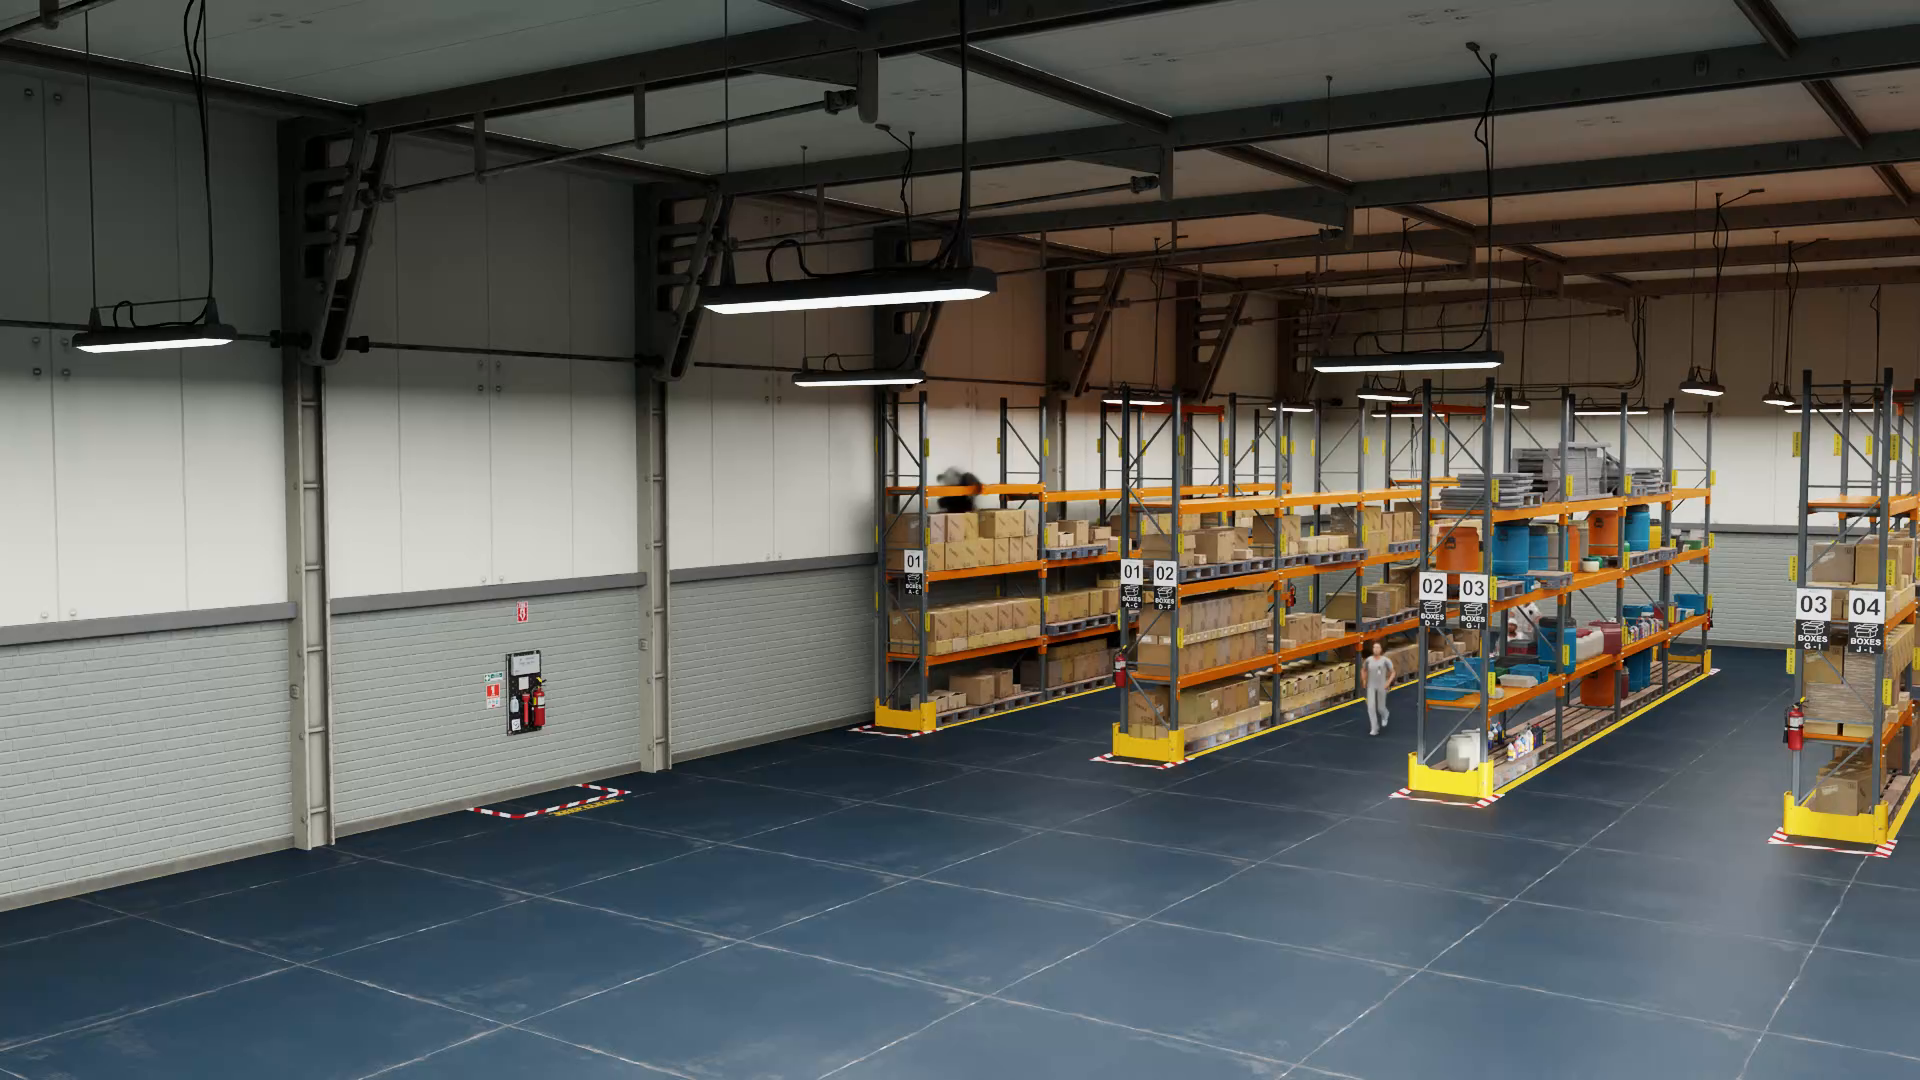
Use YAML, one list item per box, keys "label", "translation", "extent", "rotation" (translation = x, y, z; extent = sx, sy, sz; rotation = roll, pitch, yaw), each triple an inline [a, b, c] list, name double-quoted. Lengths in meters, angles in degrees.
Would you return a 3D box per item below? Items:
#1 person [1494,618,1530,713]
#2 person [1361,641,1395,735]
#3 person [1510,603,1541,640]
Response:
- label: "person"
  translation: [10.423, 2.373, 31.464]
  extent: [0.662, 1.782, 0.644]
  rotation: [2, 4, 35]
- label: "person"
  translation: [7.294, 2.573, 29.029]
  extent: [0.605, 1.627, 0.683]
  rotation: [2, 4, 28]
- label: "person"
  translation: [12.789, 2.051, 37.614]
  extent: [0.688, 1.758, 1.023]
  rotation: [2, 4, 29]
